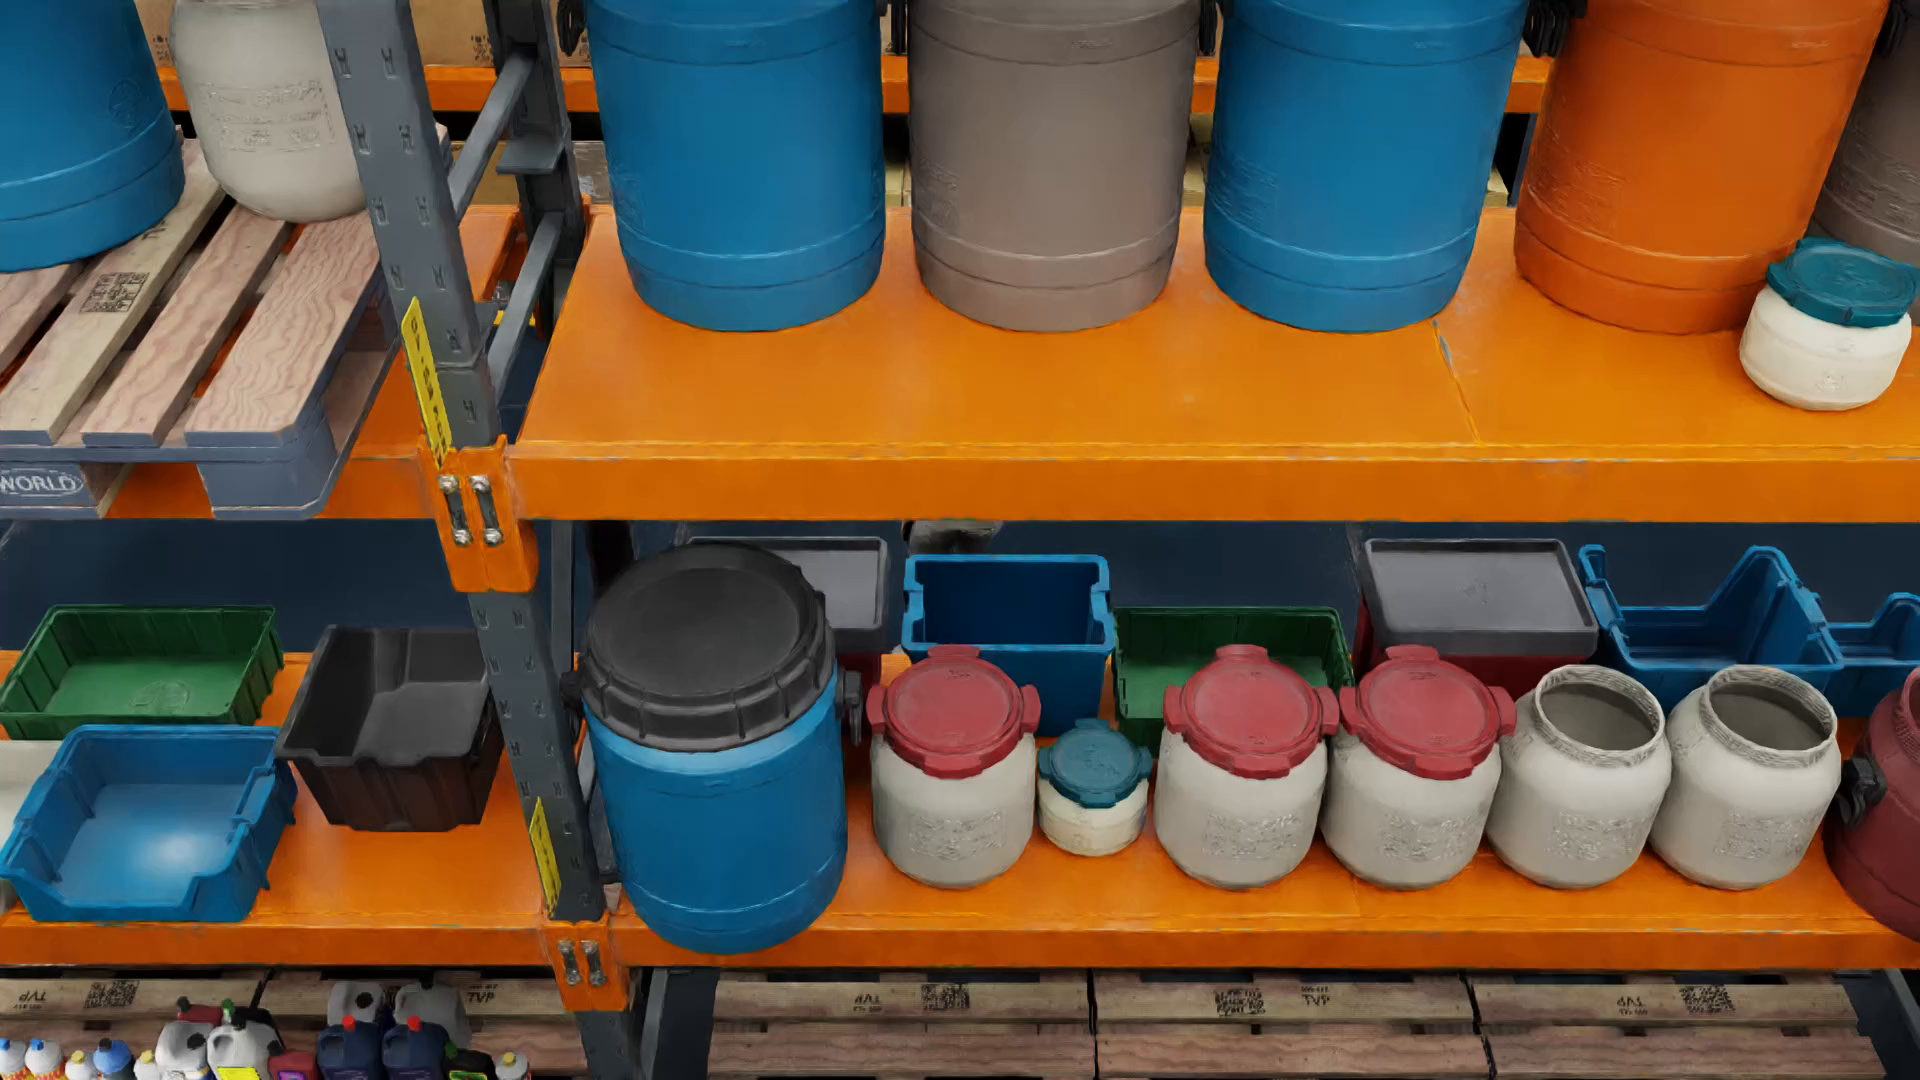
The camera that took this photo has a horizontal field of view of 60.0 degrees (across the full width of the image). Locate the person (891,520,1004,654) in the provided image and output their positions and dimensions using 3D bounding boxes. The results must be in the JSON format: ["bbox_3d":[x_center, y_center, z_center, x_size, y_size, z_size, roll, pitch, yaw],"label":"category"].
[{"bbox_3d":[-0.036,-0.095,6.276,0.502,1.562,0.386,-7,41,-8],"label":"person"}]
